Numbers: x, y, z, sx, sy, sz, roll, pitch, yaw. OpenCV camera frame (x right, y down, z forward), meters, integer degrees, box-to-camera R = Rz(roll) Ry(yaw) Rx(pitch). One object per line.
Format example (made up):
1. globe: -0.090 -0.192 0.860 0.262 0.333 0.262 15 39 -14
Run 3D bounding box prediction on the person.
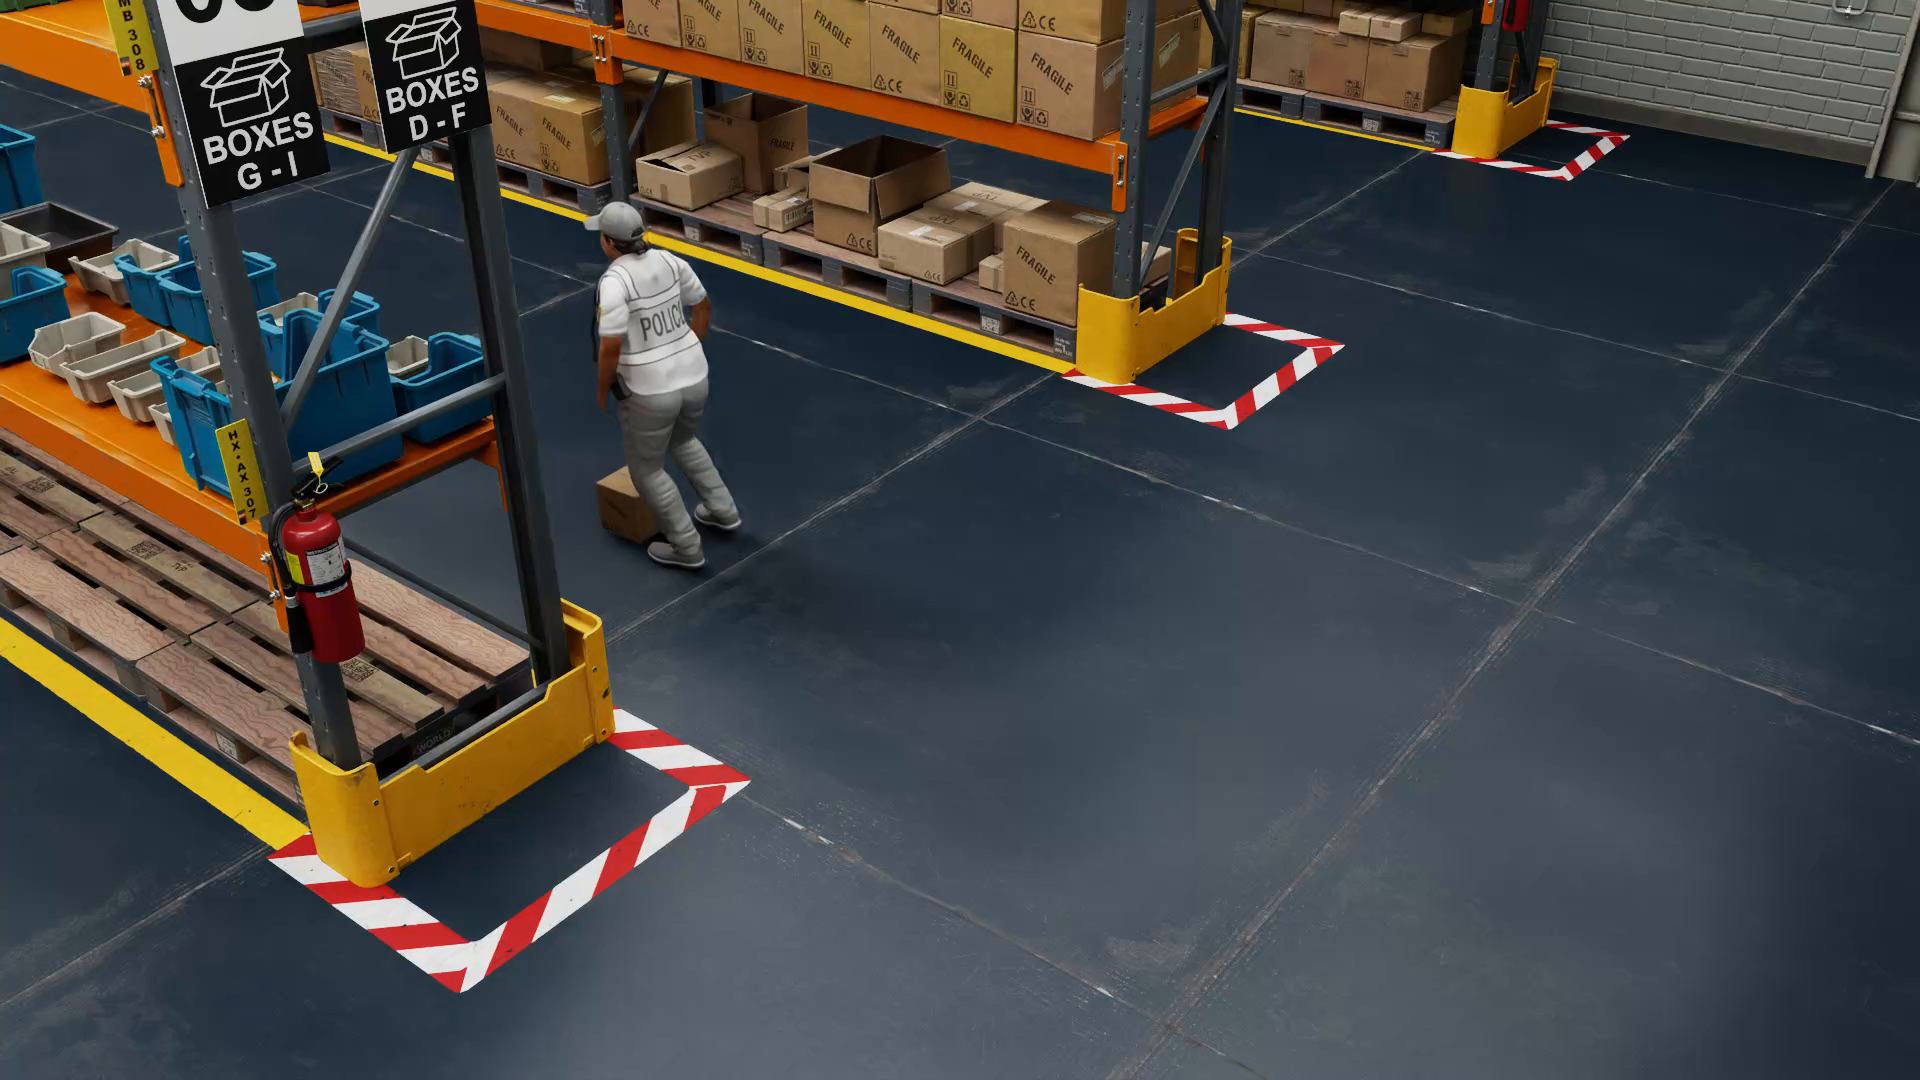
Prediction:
1. person: -1.334 -0.689 7.317 0.571 1.611 0.623 19 36 29
